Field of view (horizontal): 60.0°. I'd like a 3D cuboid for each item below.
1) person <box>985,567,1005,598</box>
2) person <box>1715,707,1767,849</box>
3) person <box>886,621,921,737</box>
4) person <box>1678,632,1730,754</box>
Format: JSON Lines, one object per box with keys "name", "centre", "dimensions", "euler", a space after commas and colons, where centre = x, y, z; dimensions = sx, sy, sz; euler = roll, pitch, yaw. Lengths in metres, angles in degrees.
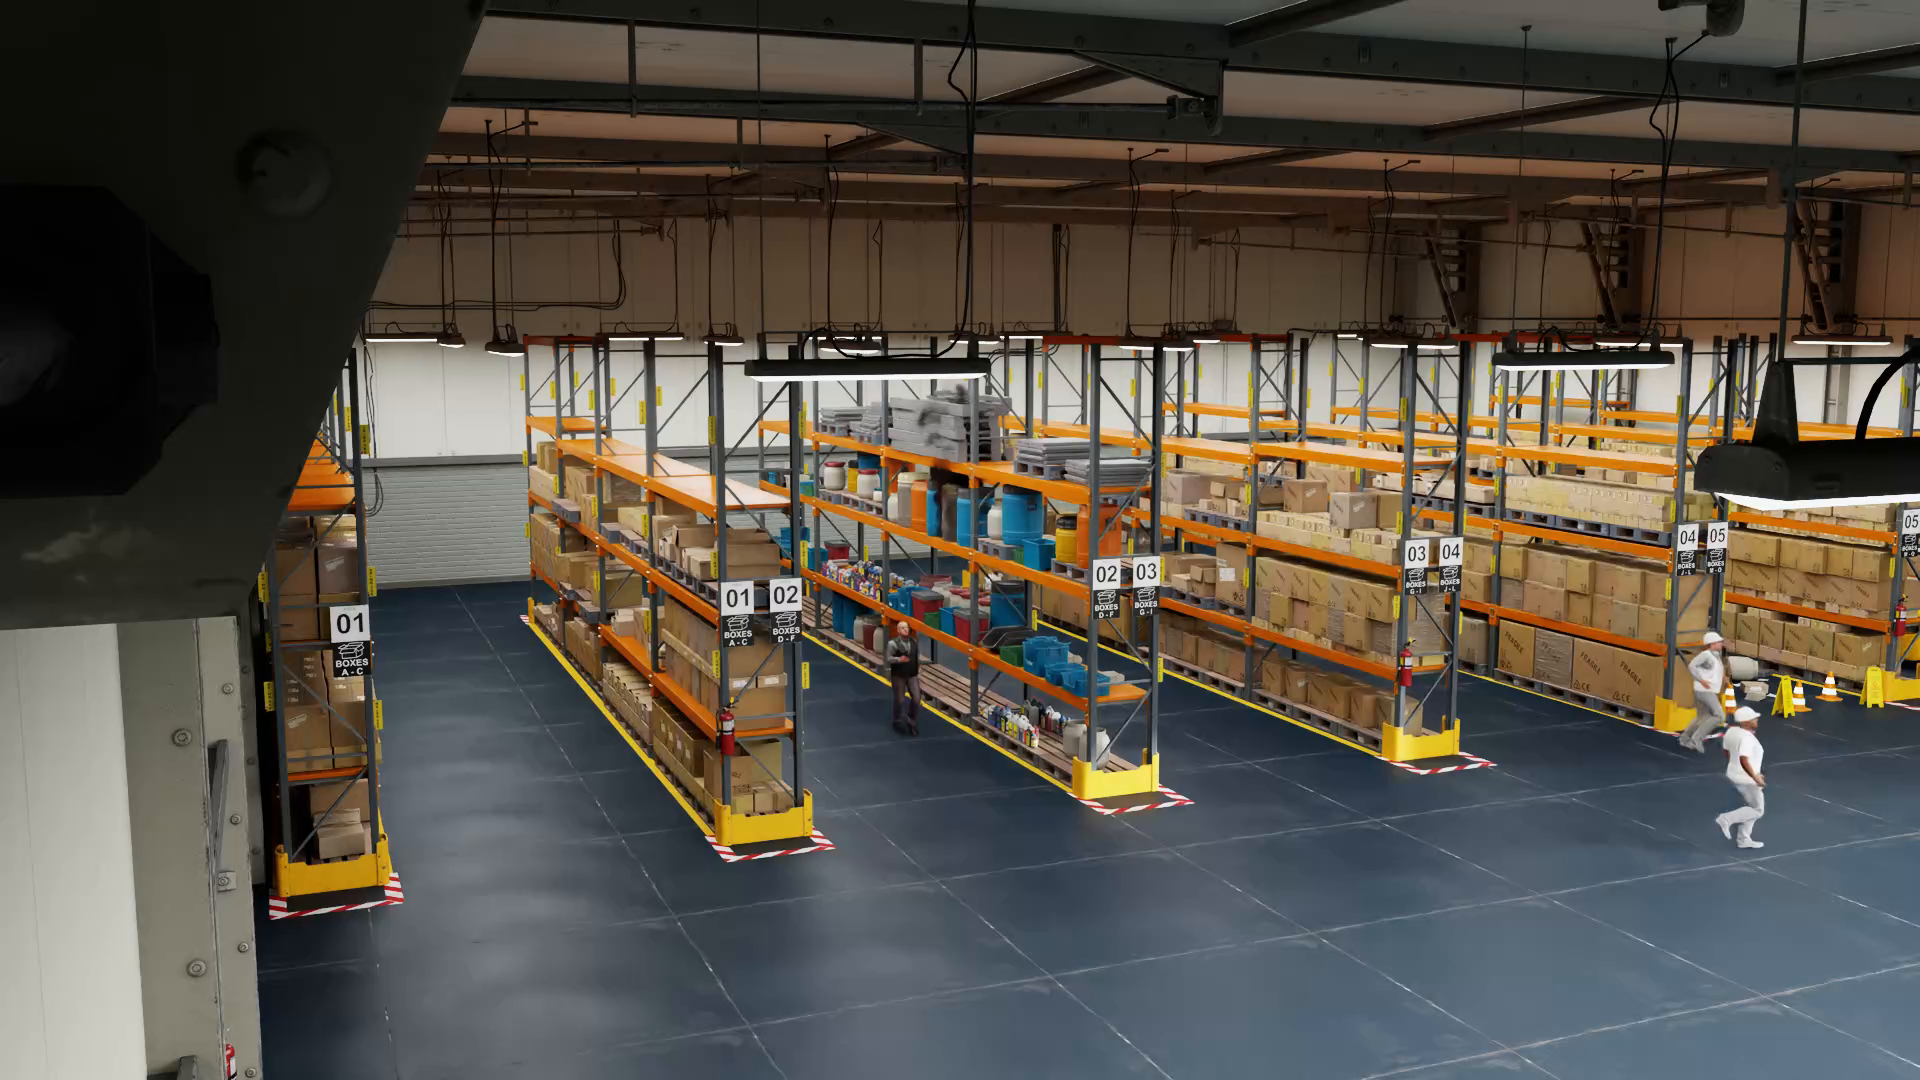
{"name": "person", "centre": [0.732, 1.244, 32.089], "dimensions": [0.558, 1.723, 0.667], "euler": [-5, 9, -32]}
{"name": "person", "centre": [9.342, 2.845, 19.892], "dimensions": [0.618, 1.724, 0.718], "euler": [0, 8, 2]}
{"name": "person", "centre": [-0.833, 2.121, 25.370], "dimensions": [0.637, 1.760, 0.711], "euler": [-3, 8, -21]}
{"name": "person", "centre": [10.972, 2.228, 24.466], "dimensions": [0.635, 1.764, 0.653], "euler": [5, 9, 32]}
